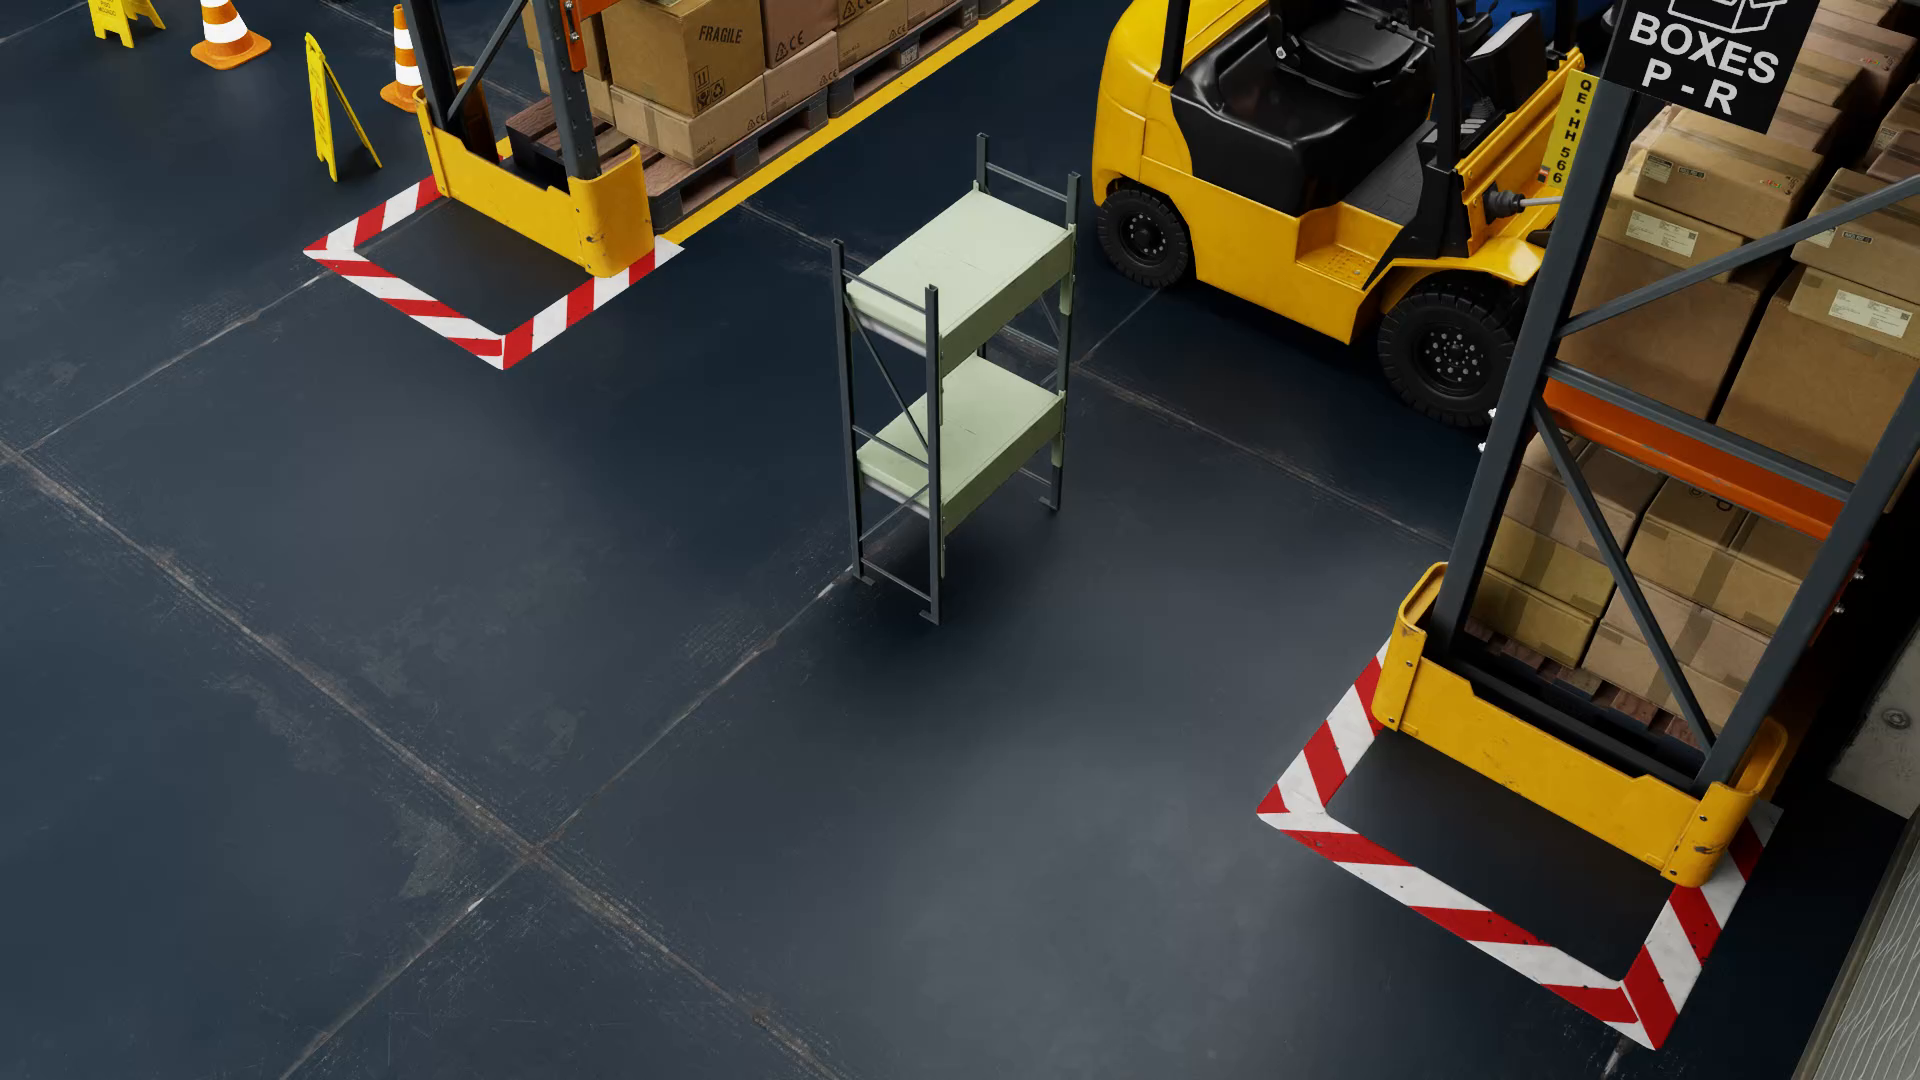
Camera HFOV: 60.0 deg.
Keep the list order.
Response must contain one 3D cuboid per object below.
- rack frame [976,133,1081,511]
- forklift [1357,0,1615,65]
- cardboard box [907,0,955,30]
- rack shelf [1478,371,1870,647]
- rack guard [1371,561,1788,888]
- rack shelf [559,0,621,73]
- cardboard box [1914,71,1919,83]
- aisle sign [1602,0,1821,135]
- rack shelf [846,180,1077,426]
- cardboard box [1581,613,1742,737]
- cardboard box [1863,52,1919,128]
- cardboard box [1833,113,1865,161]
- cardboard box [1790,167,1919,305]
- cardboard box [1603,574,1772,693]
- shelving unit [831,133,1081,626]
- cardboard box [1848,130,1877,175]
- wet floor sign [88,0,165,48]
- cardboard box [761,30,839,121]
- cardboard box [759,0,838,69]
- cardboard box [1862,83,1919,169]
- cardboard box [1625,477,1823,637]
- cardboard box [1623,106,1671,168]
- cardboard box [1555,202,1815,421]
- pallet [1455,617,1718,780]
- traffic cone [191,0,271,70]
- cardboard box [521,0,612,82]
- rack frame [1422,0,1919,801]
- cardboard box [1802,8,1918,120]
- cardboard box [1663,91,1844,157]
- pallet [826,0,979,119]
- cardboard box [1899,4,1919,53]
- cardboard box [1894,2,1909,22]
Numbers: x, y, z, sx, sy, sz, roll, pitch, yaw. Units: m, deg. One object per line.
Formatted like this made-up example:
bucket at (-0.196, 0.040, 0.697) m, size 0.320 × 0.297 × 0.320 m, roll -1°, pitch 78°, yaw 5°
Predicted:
rack frame at (0.220, -0.724, 5.904) m, size 0.400 × 1.500 × 0.023 m, roll 29°, pitch 53°, yaw 25°
forklift at (2.150, -4.237, 8.271) m, size 1.130 × 2.935 × 3.031 m, roll -33°, pitch 55°, yaw -27°
cardboard box at (-0.302, -2.918, 8.575) m, size 0.500 × 0.250 × 0.500 m, roll 30°, pitch 53°, yaw 26°
rack shelf at (3.186, -1.193, 5.813) m, size 1.077 × 0.370 × 4.000 m, roll 29°, pitch 53°, yaw 25°
rack guard at (1.949, 0.580, 5.350) m, size 1.175 × 0.500 × 0.348 m, roll 29°, pitch 53°, yaw 25°
rack shelf at (-0.744, -3.385, 7.907) m, size 1.077 × 0.370 × 4.000 m, roll 29°, pitch 53°, yaw 25°
cardboard box at (2.979, -1.345, 4.737) m, size 0.380 × 0.149 × 0.250 m, roll 31°, pitch 54°, yaw 26°
aisle sign at (1.691, -1.287, 3.608) m, size 0.394 × 0.787 × 0.004 m, roll 29°, pitch 53°, yaw 25°
rack shelf at (-0.004, -0.784, 5.422) m, size 0.431 × 0.370 × 0.720 m, roll 29°, pitch 53°, yaw 25°
cardboard box at (2.418, 0.313, 5.488) m, size 0.500 × 0.250 × 0.500 m, roll 29°, pitch 53°, yaw 25°
cardboard box at (2.694, -1.315, 5.363) m, size 0.500 × 0.500 × 0.500 m, roll 28°, pitch 53°, yaw 24°
cardboard box at (2.454, -1.296, 4.895) m, size 0.380 × 0.149 × 0.250 m, roll 29°, pitch 53°, yaw 25°
cardboard box at (2.338, -0.756, 4.175) m, size 0.380 × 0.149 × 0.250 m, roll 28°, pitch 53°, yaw 24°
cardboard box at (2.415, 0.158, 5.290) m, size 0.500 × 0.250 × 0.500 m, roll 30°, pitch 53°, yaw 26°
shelving unit at (-0.004, -0.514, 5.704) m, size 0.431 × 1.500 × 0.755 m, roll 29°, pitch 53°, yaw 25°
cardboard box at (2.637, -0.947, 4.562) m, size 0.380 × 0.149 × 0.250 m, roll 28°, pitch 53°, yaw 24°
wet floor sign at (-4.396, -2.915, 8.588) m, size 0.267 × 0.644 × 0.232 m, roll 21°, pitch 50°, yaw 19°
cardboard box at (-0.937, -2.313, 7.996) m, size 0.500 × 0.250 × 0.500 m, roll 31°, pitch 54°, yaw 26°
cardboard box at (-0.924, -2.598, 7.750) m, size 0.500 × 0.500 × 0.500 m, roll 27°, pitch 52°, yaw 24°
cardboard box at (2.675, -1.048, 4.454) m, size 0.380 × 0.149 × 0.250 m, roll 30°, pitch 53°, yaw 26°
cardboard box at (2.407, -0.029, 5.123) m, size 0.500 × 0.250 × 0.500 m, roll 28°, pitch 53°, yaw 24°
cardboard box at (2.086, -1.037, 4.649) m, size 0.380 × 0.149 × 0.250 m, roll 30°, pitch 53°, yaw 26°
cardboard box at (2.057, -0.729, 4.803) m, size 0.500 × 0.500 × 0.500 m, roll 28°, pitch 52°, yaw 24°
pallet at (2.398, 0.210, 5.903) m, size 1.003 × 0.211 × 1.213 m, roll 29°, pitch 53°, yaw 25°
traffic cone at (-3.811, -2.726, 8.534) m, size 0.336 × 0.463 × 0.334 m, roll 29°, pitch 53°, yaw 25°
cardboard box at (-1.683, -2.517, 7.673) m, size 0.500 × 0.500 × 0.500 m, roll 30°, pitch 53°, yaw 25°
rack frame at (1.963, -0.297, 4.459) m, size 1.000 × 3.000 × 0.127 m, roll 29°, pitch 53°, yaw 25°
cardboard box at (2.492, -1.383, 4.773) m, size 0.380 × 0.149 × 0.250 m, roll 30°, pitch 53°, yaw 25°
cardboard box at (2.142, -1.111, 4.514) m, size 0.380 × 0.149 × 0.250 m, roll 29°, pitch 53°, yaw 25°
pallet at (-0.649, -2.714, 8.697) m, size 1.003 × 0.211 × 1.213 m, roll 29°, pitch 53°, yaw 25°
cardboard box at (2.943, -1.726, 5.306) m, size 0.380 × 0.149 × 0.250 m, roll 29°, pitch 53°, yaw 25°
cardboard box at (2.717, -1.731, 5.106) m, size 0.380 × 0.149 × 0.250 m, roll 30°, pitch 53°, yaw 26°
